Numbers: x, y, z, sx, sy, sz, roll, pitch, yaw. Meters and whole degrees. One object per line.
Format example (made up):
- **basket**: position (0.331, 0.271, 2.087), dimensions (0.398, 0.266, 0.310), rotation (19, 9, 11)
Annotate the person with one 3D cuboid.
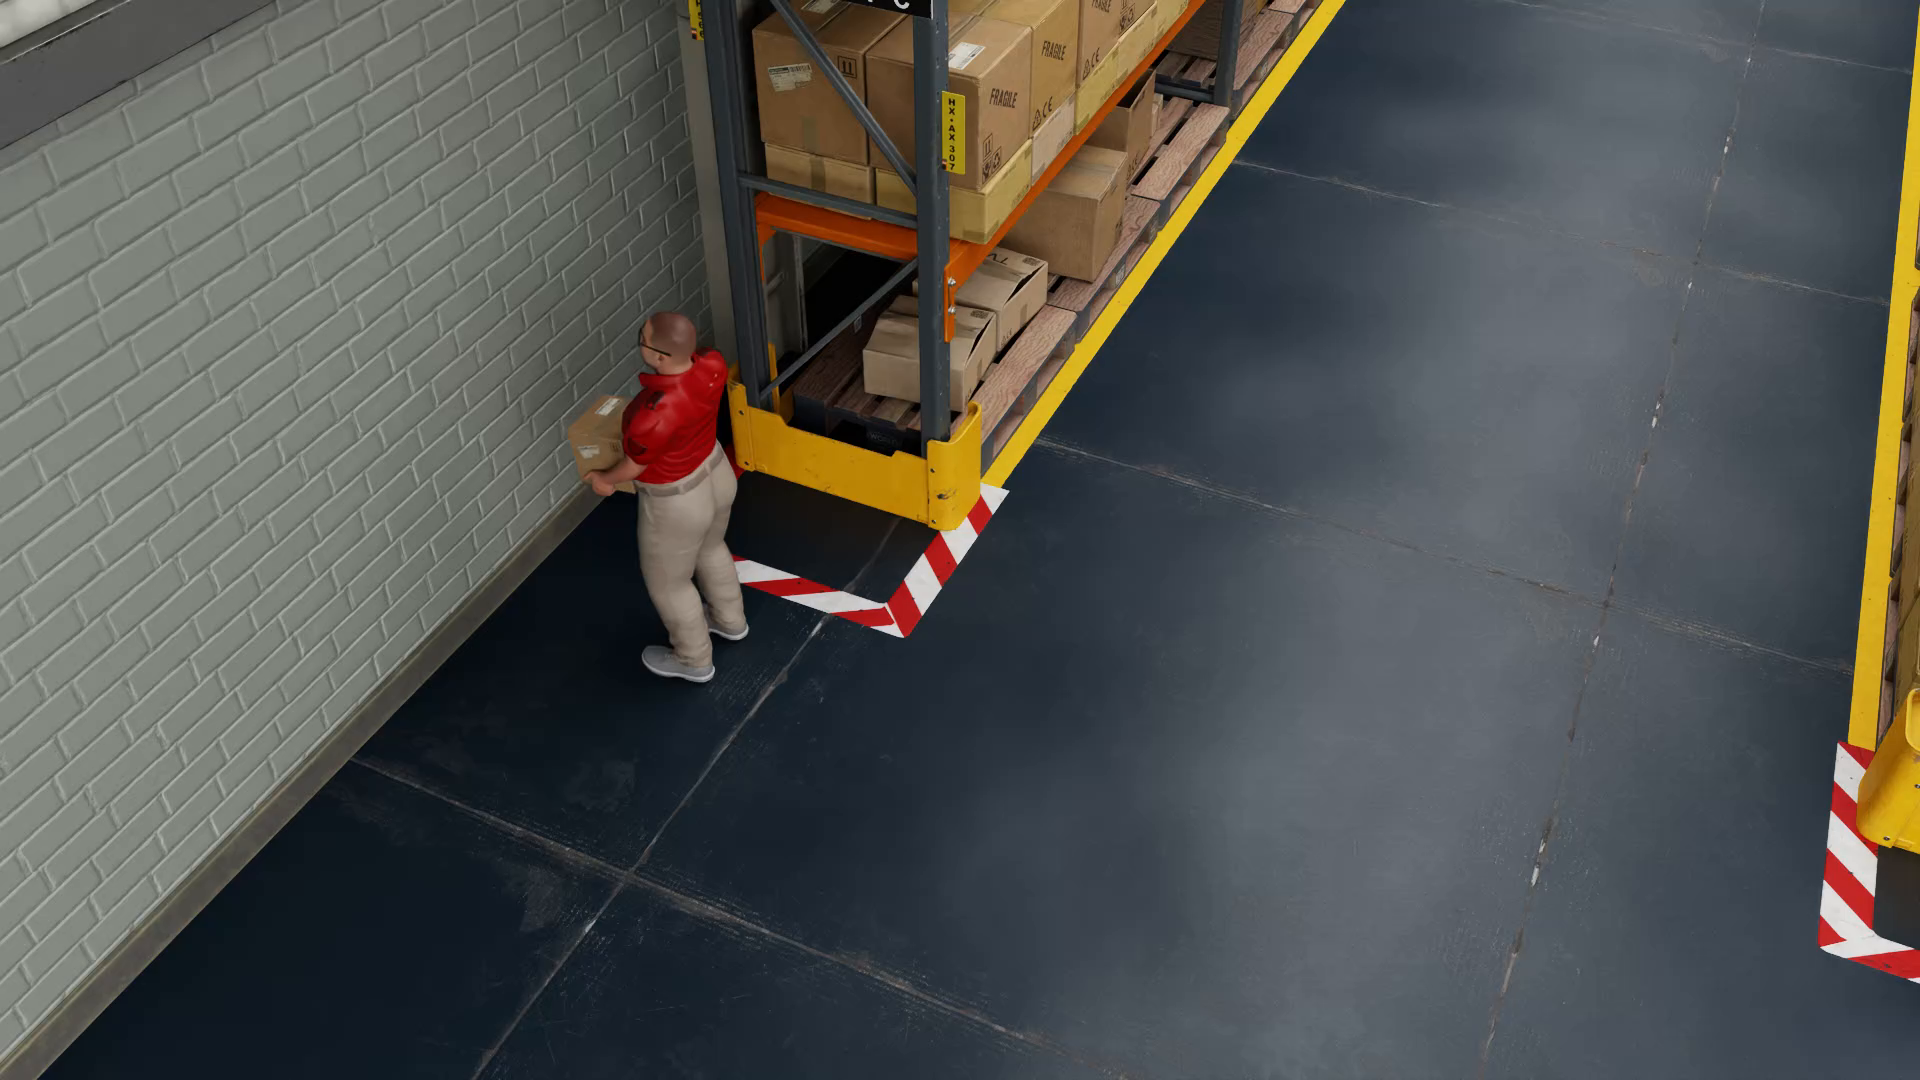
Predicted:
- **person**: position (-1.151, -0.192, 6.394), dimensions (0.530, 1.715, 0.495), rotation (17, 45, 18)
